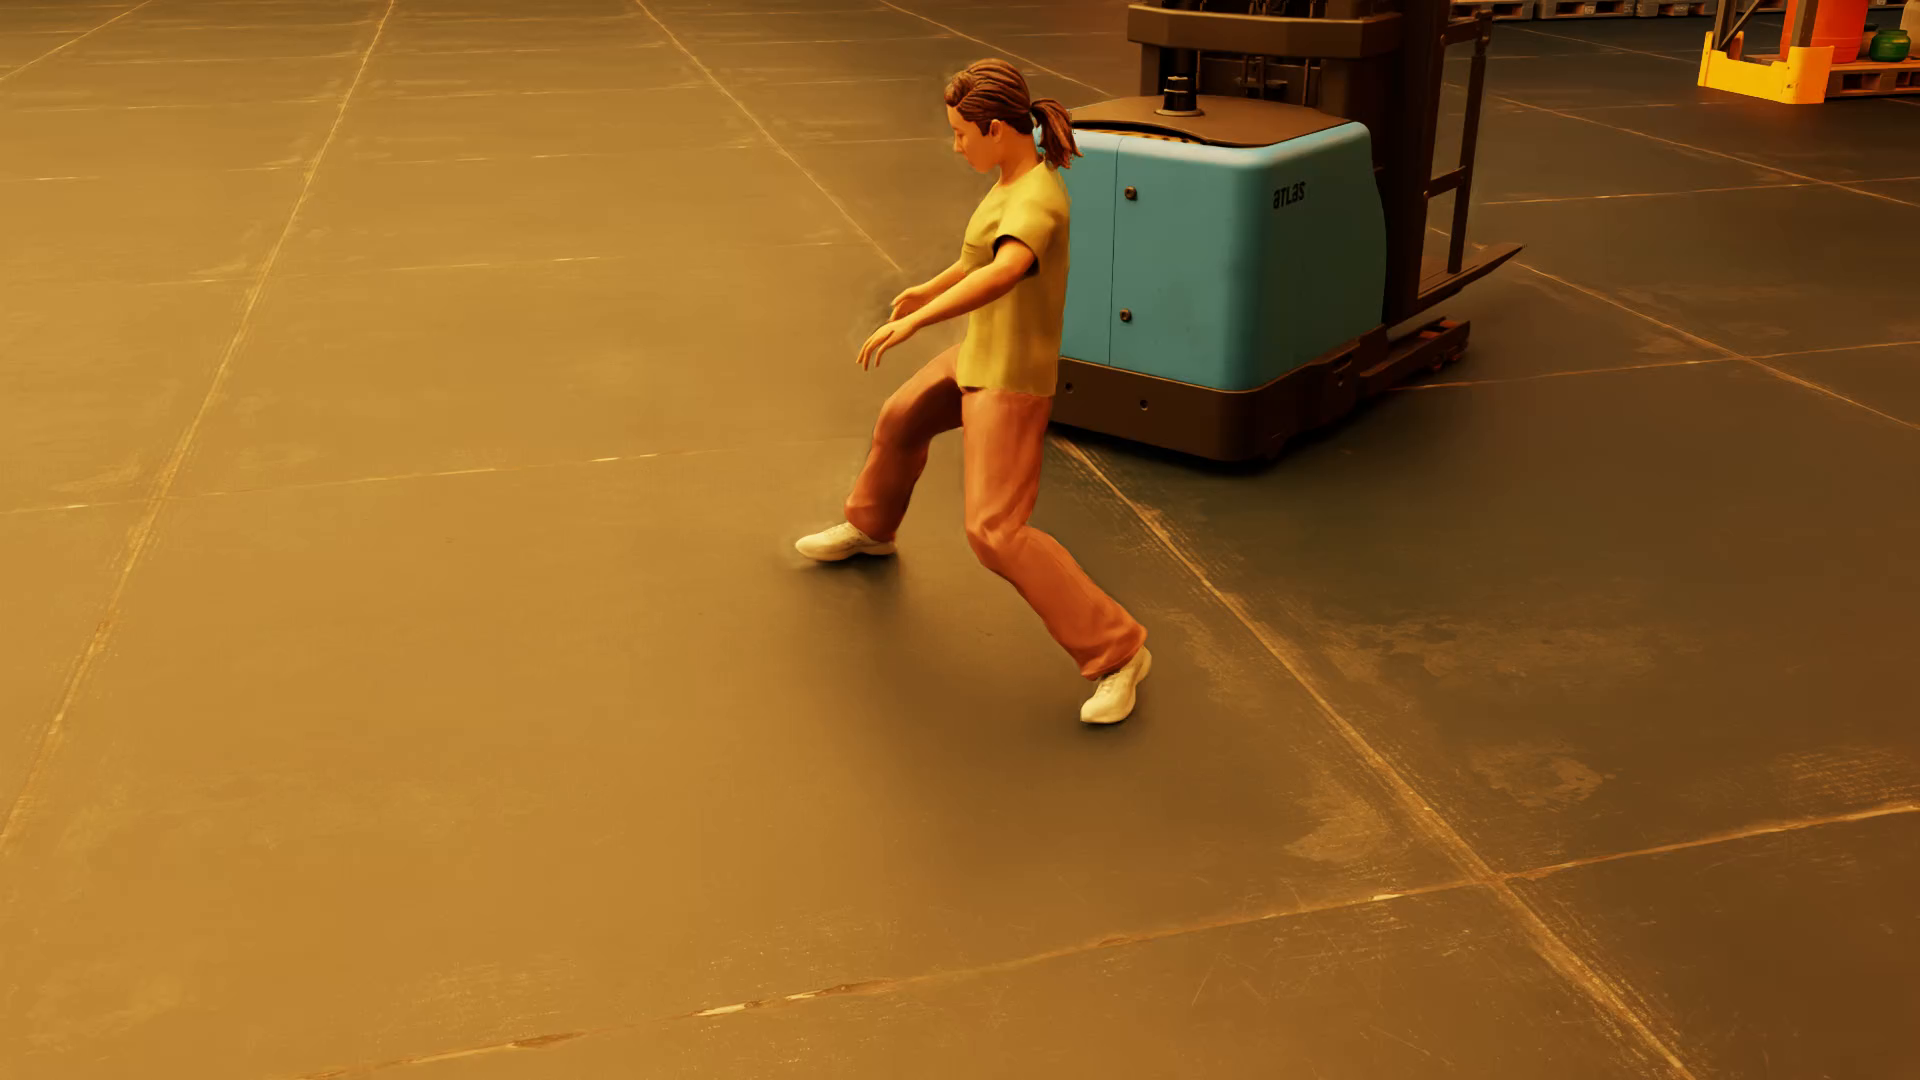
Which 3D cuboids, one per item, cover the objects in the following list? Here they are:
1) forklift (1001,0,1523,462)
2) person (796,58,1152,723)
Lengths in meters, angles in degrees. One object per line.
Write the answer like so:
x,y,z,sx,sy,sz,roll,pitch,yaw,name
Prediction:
1.419,-2.119,6.287,1.130,2.935,3.031,17,28,34,forklift
0.001,-0.440,4.209,0.962,1.501,1.099,0,23,0,person
